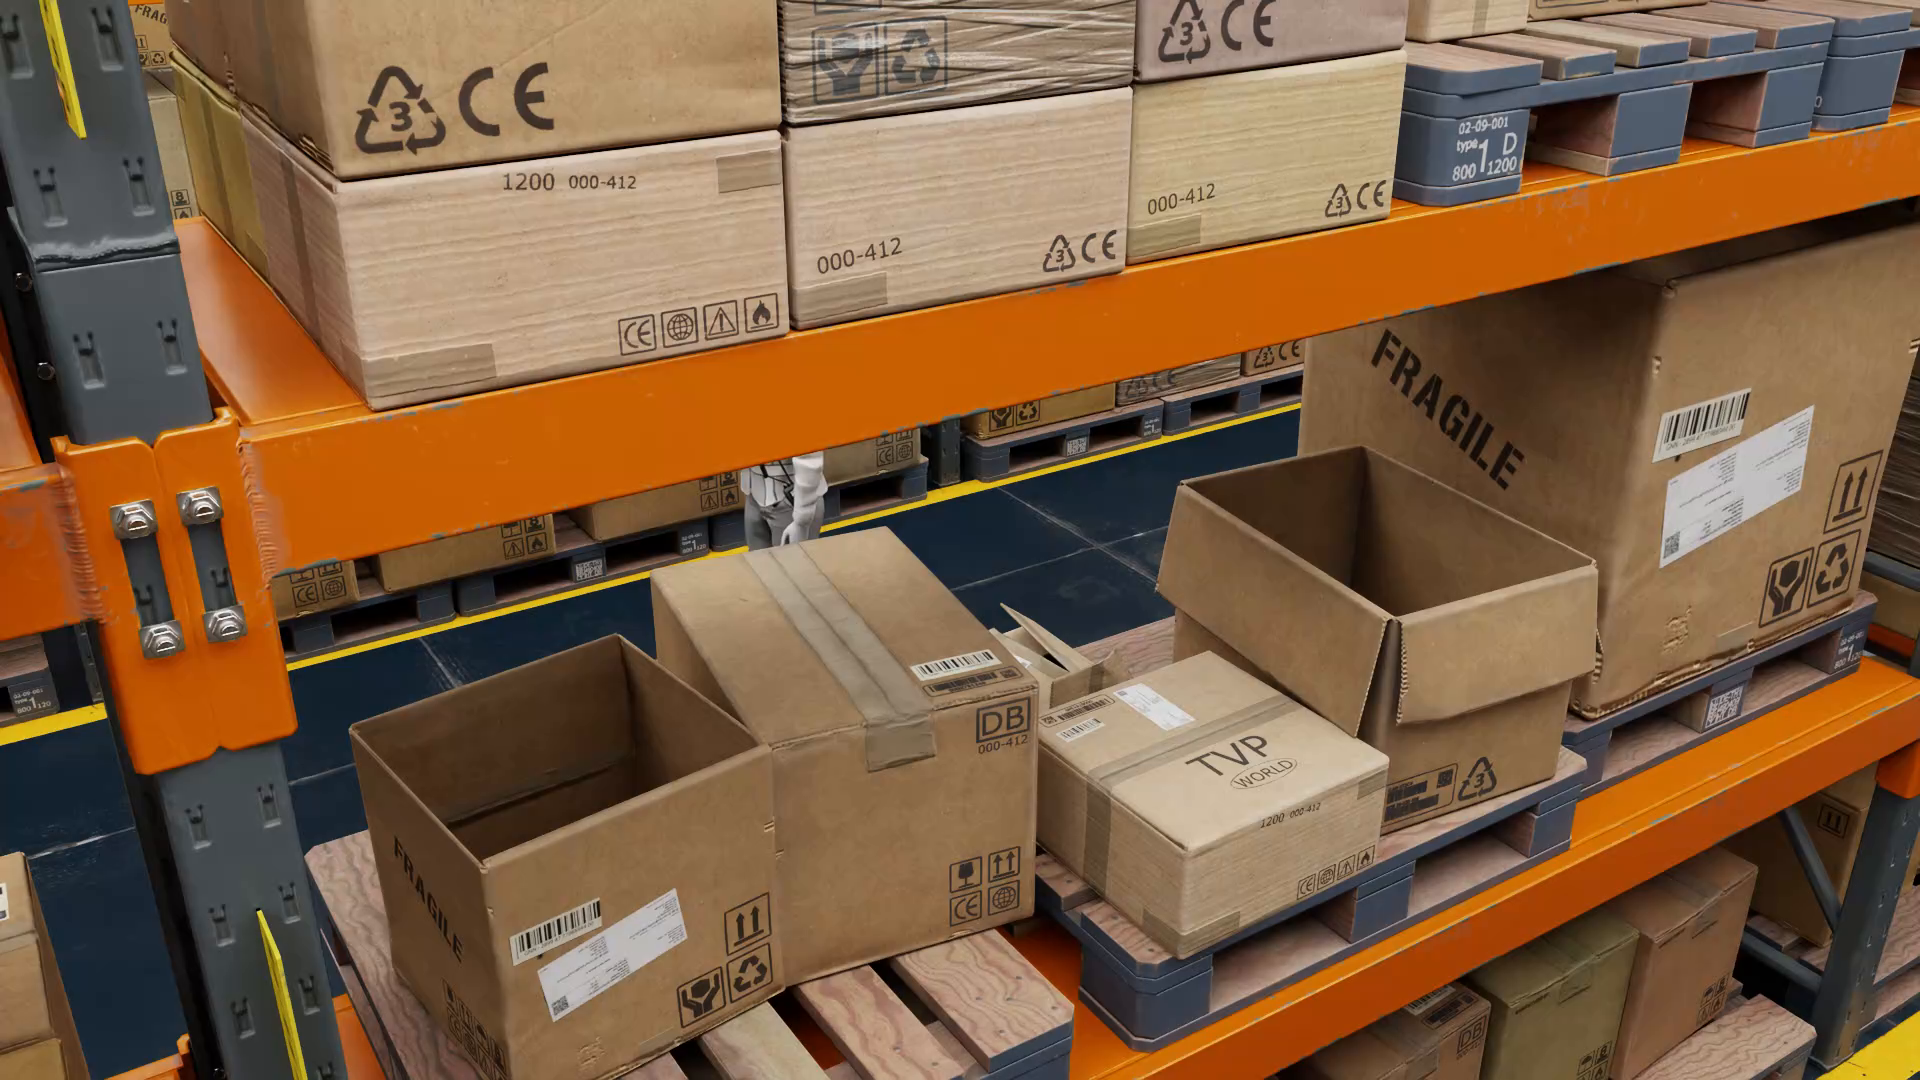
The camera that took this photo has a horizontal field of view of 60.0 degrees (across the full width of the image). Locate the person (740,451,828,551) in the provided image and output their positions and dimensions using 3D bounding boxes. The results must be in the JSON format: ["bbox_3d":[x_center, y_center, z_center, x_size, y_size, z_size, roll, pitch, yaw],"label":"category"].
[{"bbox_3d":[-0.679,-0.137,6.387,0.340,1.680,0.465,-15,29,-28],"label":"person"}]
